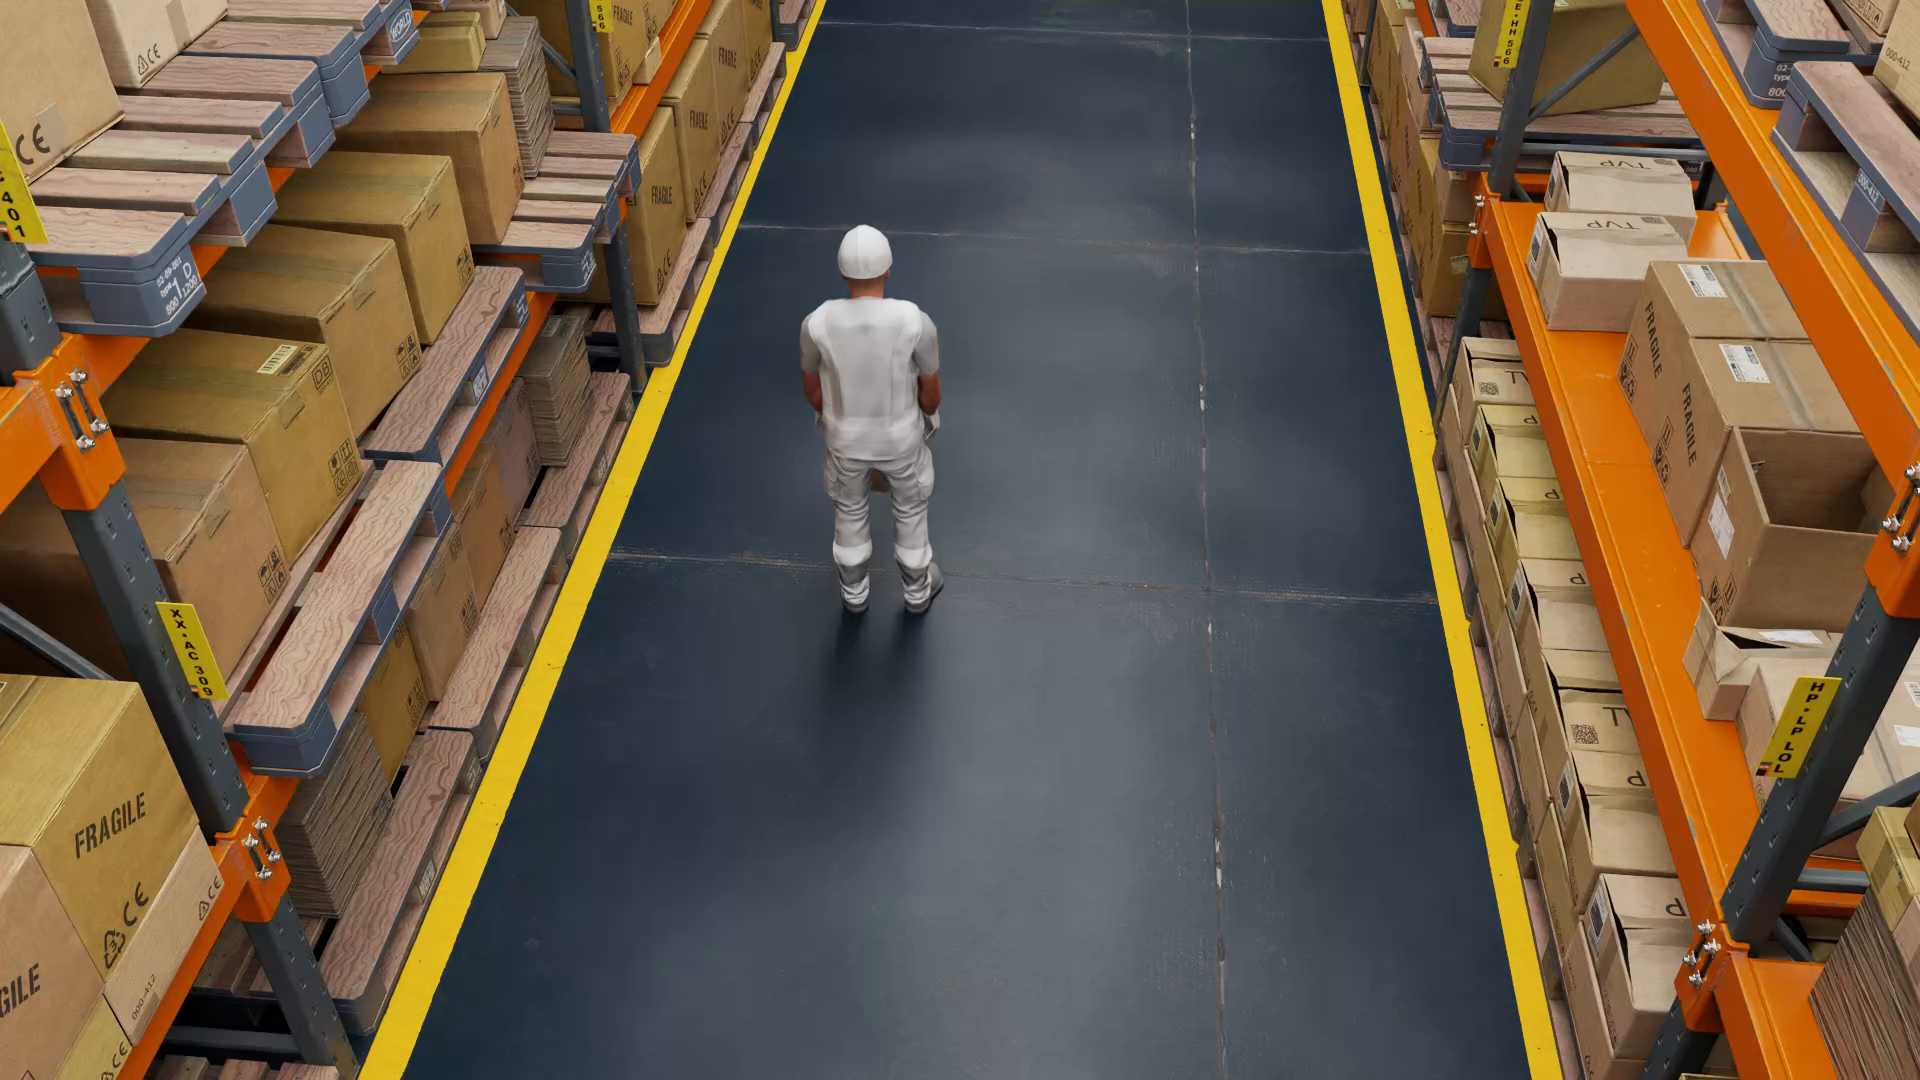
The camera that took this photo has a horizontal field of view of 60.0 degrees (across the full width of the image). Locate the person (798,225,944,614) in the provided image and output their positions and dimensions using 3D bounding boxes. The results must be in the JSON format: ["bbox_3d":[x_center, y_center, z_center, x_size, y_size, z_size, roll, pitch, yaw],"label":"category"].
[{"bbox_3d":[-0.346,-0.431,6.657,0.547,1.787,0.404,2,40,3],"label":"person"}]
